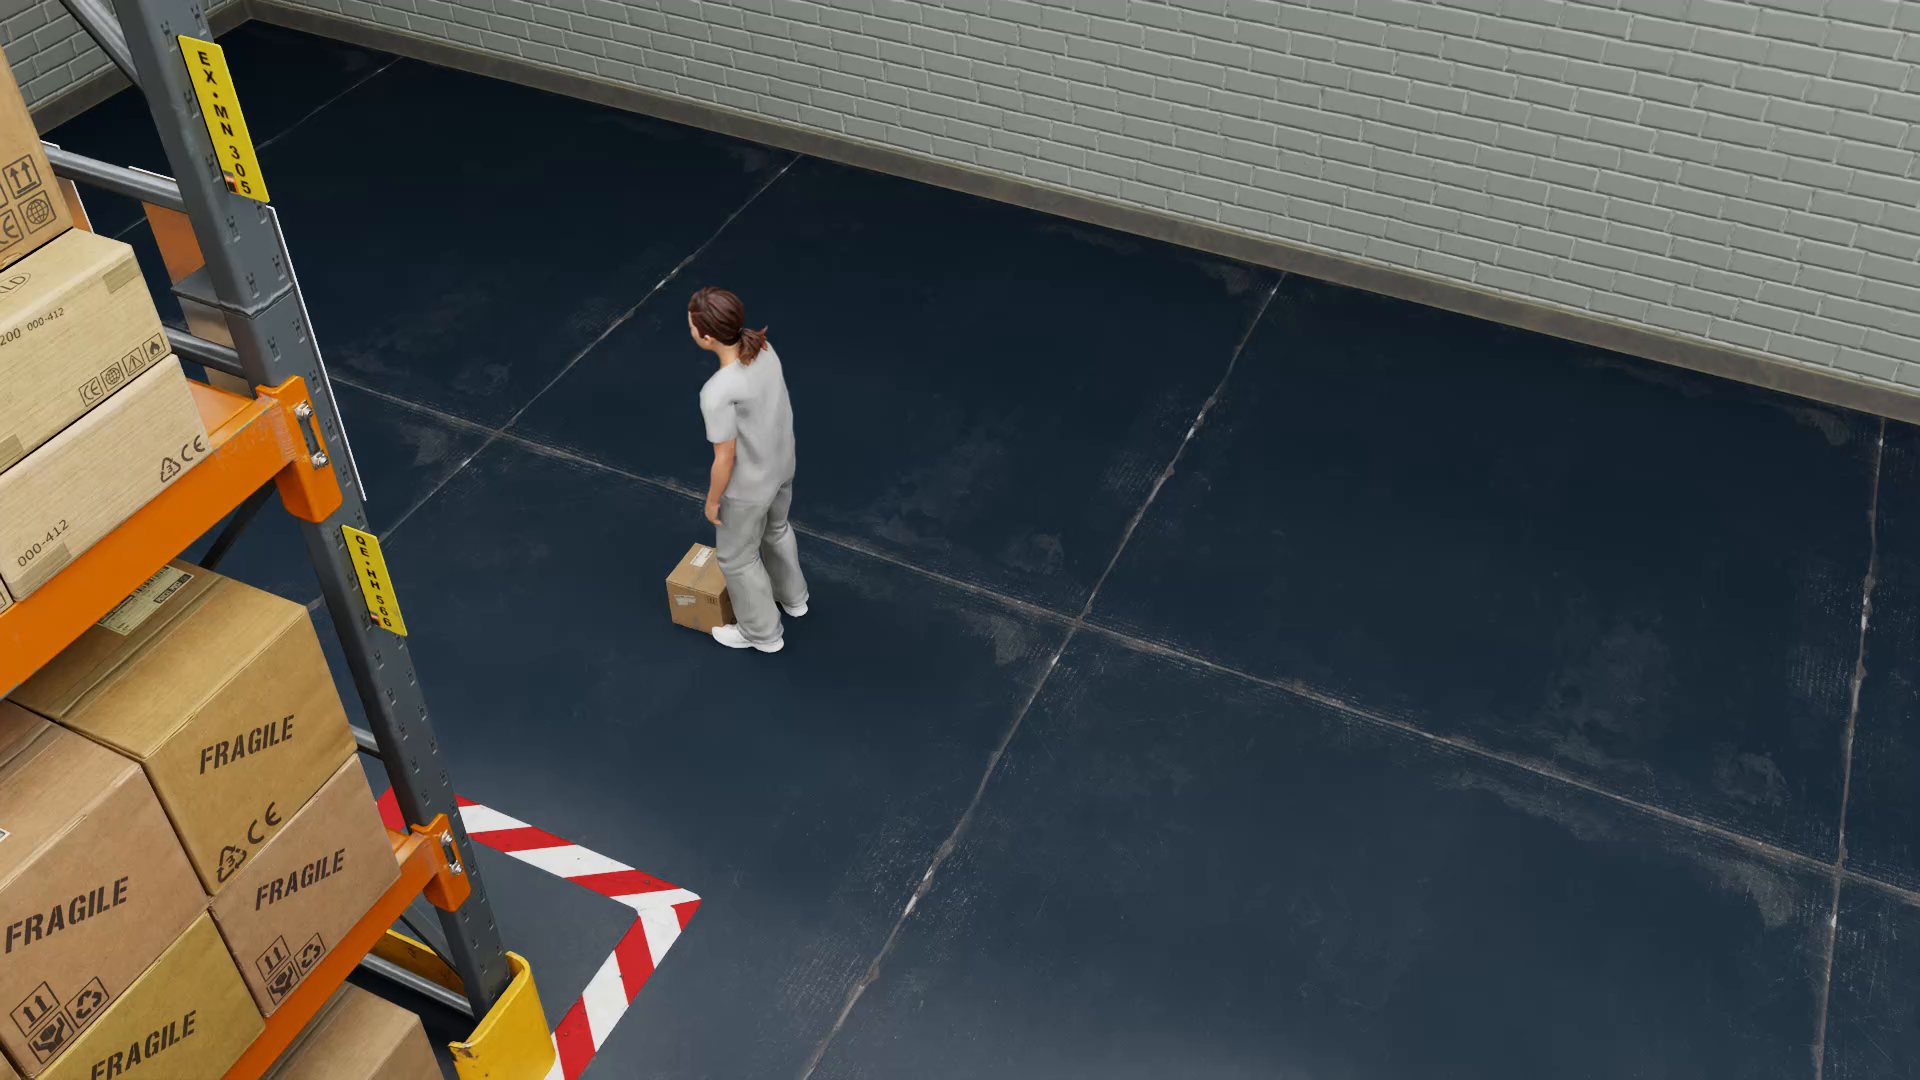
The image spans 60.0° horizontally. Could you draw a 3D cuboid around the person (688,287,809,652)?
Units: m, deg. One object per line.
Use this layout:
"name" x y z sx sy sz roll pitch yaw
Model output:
"person" -0.822 -0.255 6.443 0.358 1.673 0.486 18 45 19
